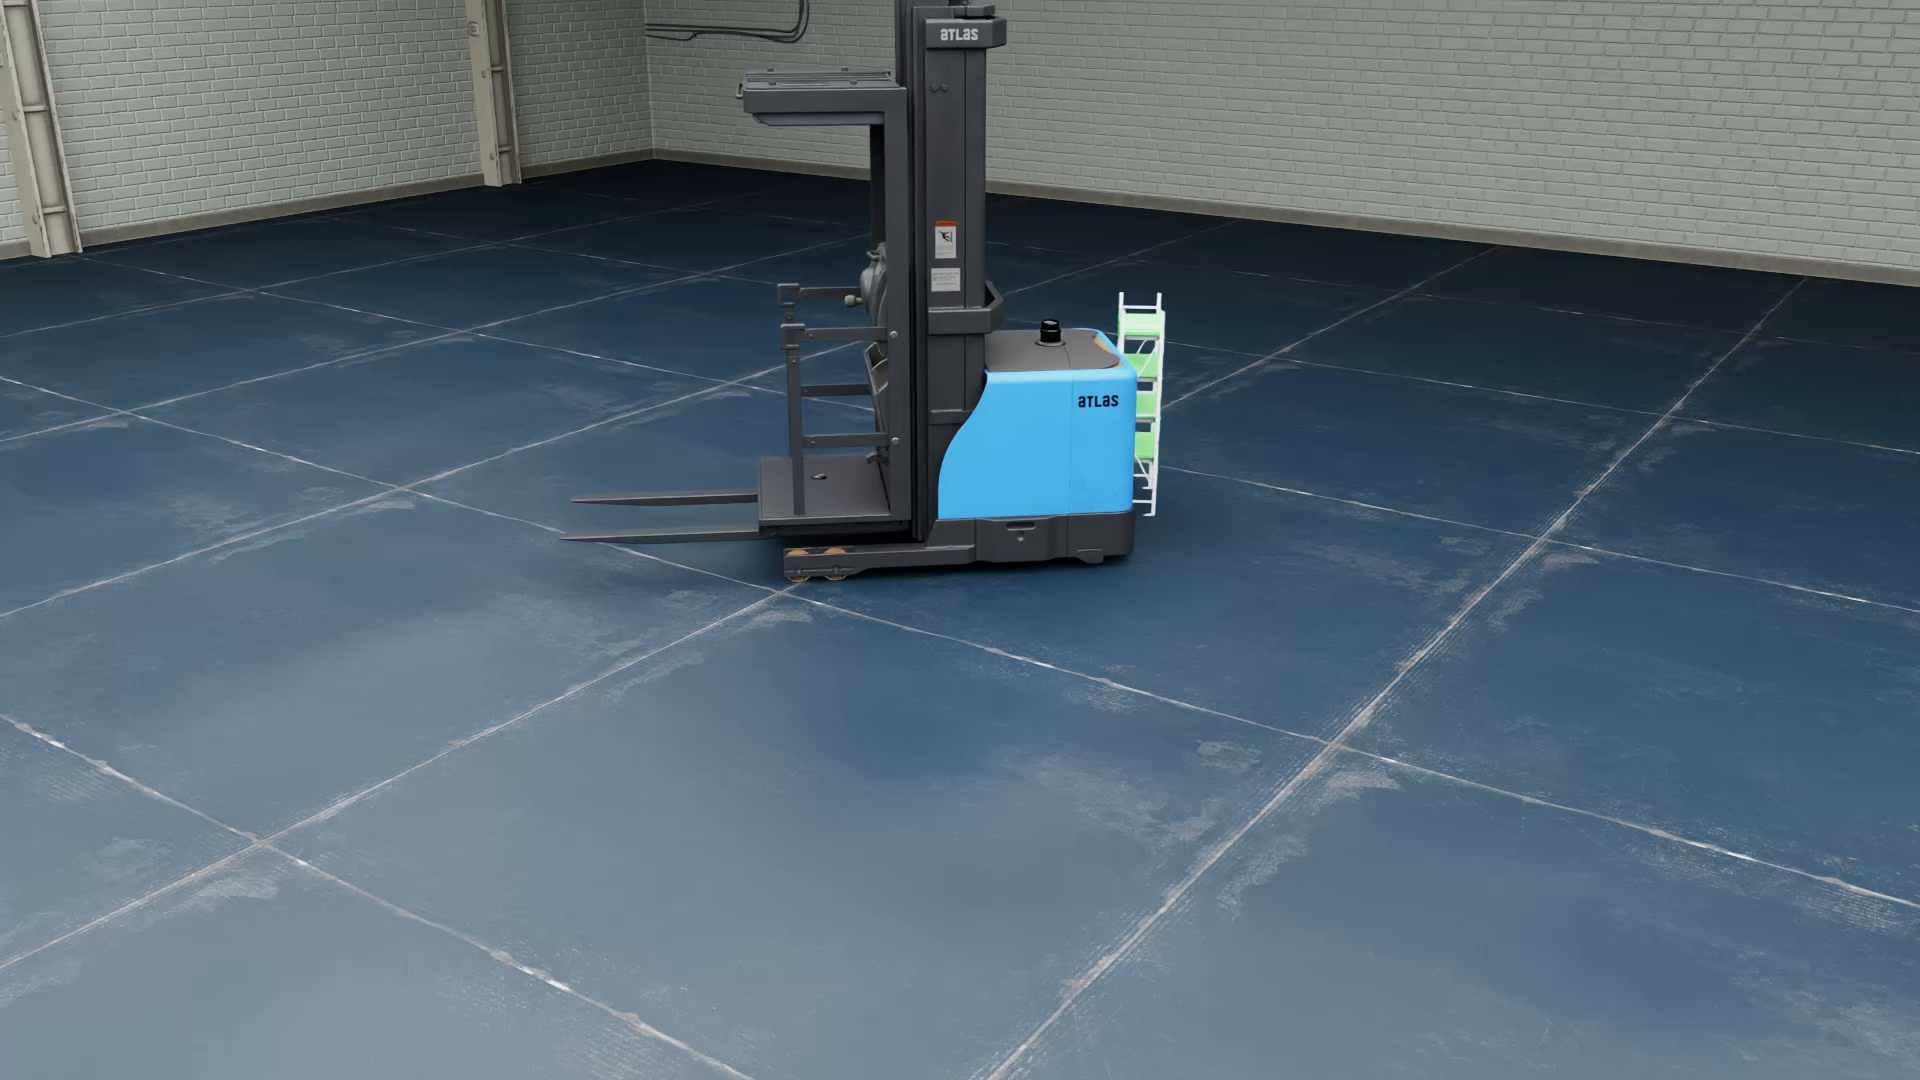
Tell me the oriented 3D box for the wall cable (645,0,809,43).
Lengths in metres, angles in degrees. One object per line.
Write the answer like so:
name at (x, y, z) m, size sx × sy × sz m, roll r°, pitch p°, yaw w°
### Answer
wall cable at (-3.303, -8.067, 22.577) m, size 3.097 × 2.526 × 0.112 m, roll 13°, pitch 24°, yaw 32°

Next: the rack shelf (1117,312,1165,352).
rack shelf at (1.034, -1.184, 9.534) m, size 0.258 × 0.148 × 0.480 m, roll 2°, pitch 20°, yaw 4°

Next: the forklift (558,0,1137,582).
forklift at (-0.623, -1.349, 8.687) m, size 3.031 × 2.935 × 1.130 m, roll -2°, pitch 20°, yaw -6°

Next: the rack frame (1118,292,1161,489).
rack frame at (1.049, -0.878, 9.907) m, size 0.240 × 1.200 × 0.015 m, roll 2°, pitch 20°, yaw 4°

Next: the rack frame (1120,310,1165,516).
rack frame at (1.014, -0.709, 9.450) m, size 0.240 × 1.200 × 0.015 m, roll 2°, pitch 20°, yaw 4°

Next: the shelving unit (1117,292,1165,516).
shelving unit at (1.032, -0.794, 9.679) m, size 0.258 × 1.200 × 0.503 m, roll 2°, pitch 20°, yaw 4°

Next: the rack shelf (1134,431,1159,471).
rack shelf at (1.030, -0.509, 9.784) m, size 0.258 × 0.148 × 0.480 m, roll 2°, pitch 20°, yaw 4°

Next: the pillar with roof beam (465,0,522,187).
pillar with roof beam at (-2.493, -8.096, 18.181) m, size 9.100 × 9.000 × 0.400 m, roll 13°, pitch 24°, yaw 32°

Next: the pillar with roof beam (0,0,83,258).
pillar with roof beam at (-5.866, -6.374, 13.527) m, size 9.100 × 9.000 × 0.400 m, roll 13°, pitch 24°, yaw 32°

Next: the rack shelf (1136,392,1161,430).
rack shelf at (1.031, -0.734, 9.701) m, size 0.258 × 0.148 × 0.480 m, roll 2°, pitch 20°, yaw 4°

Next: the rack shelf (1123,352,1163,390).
rack shelf at (1.033, -0.959, 9.617) m, size 0.258 × 0.148 × 0.480 m, roll 2°, pitch 20°, yaw 4°
